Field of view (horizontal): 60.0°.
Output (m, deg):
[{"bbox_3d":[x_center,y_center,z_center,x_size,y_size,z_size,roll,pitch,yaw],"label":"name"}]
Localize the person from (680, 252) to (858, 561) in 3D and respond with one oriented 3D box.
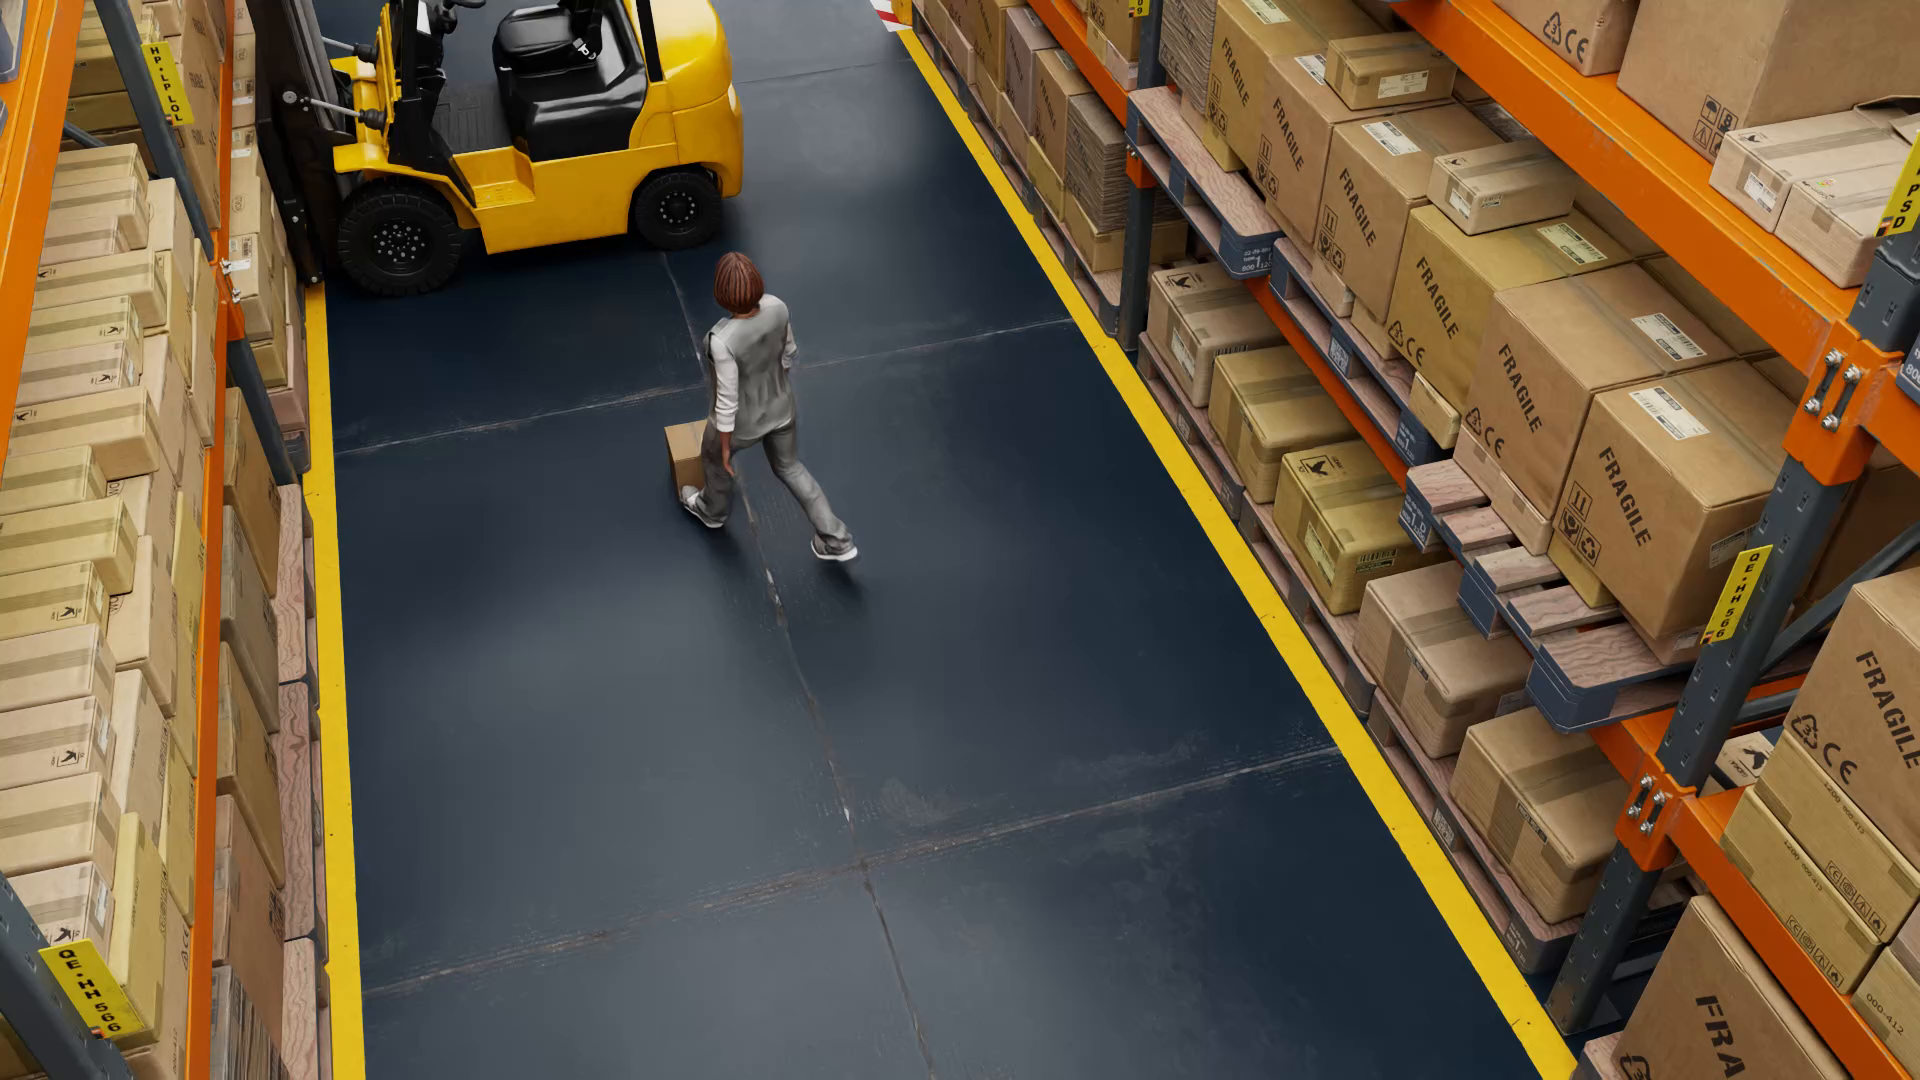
[{"bbox_3d":[-0.872,-0.547,6.781,0.453,1.540,0.943,-32,52,-30],"label":"person"}]
